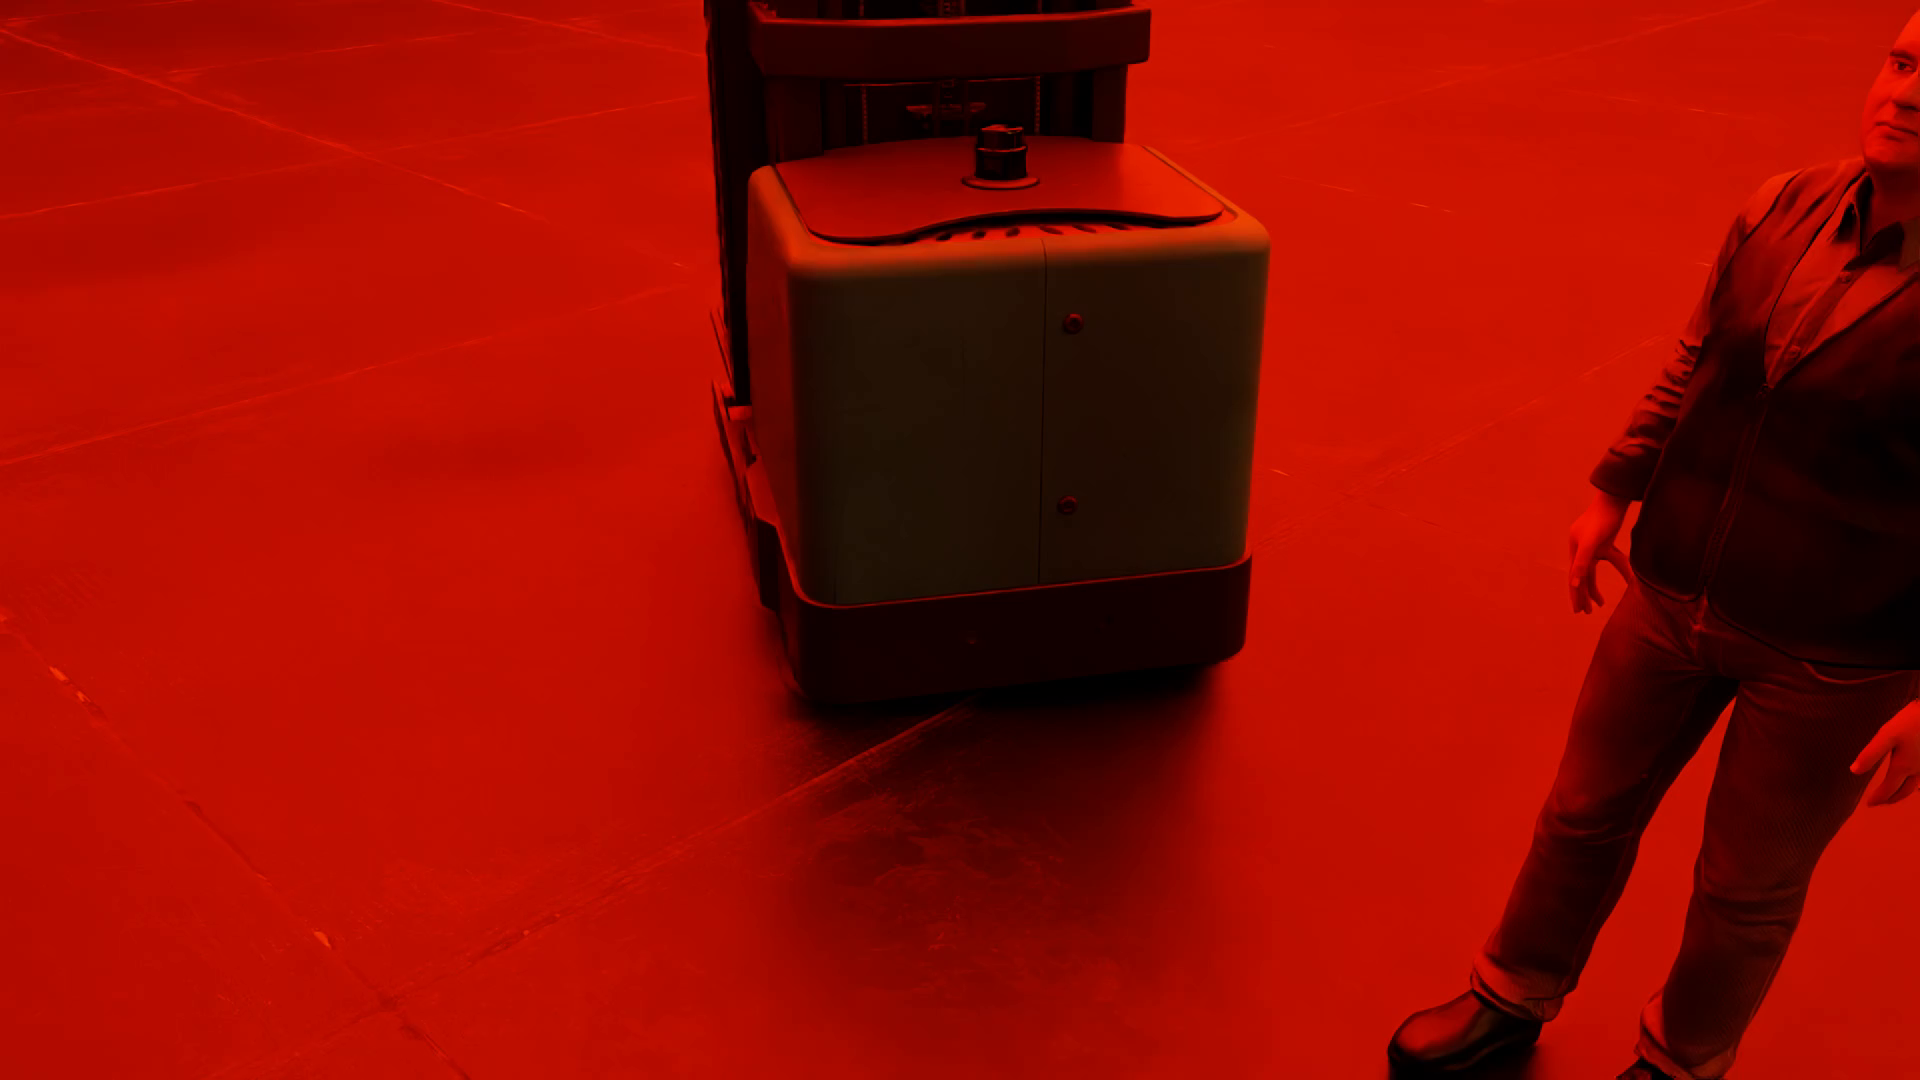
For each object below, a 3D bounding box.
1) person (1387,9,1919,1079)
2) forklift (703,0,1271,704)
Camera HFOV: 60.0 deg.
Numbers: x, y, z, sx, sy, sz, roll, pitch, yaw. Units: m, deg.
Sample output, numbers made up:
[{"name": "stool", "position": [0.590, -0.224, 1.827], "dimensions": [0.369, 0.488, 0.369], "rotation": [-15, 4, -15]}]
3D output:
[{"name": "person", "position": [1.073, 0.136, 2.300], "dimensions": [0.566, 1.725, 0.639], "rotation": [-14, 29, -26]}, {"name": "forklift", "position": [-0.157, -1.583, 4.442], "dimensions": [1.130, 2.935, 3.031], "rotation": [-6, 27, -11]}]
